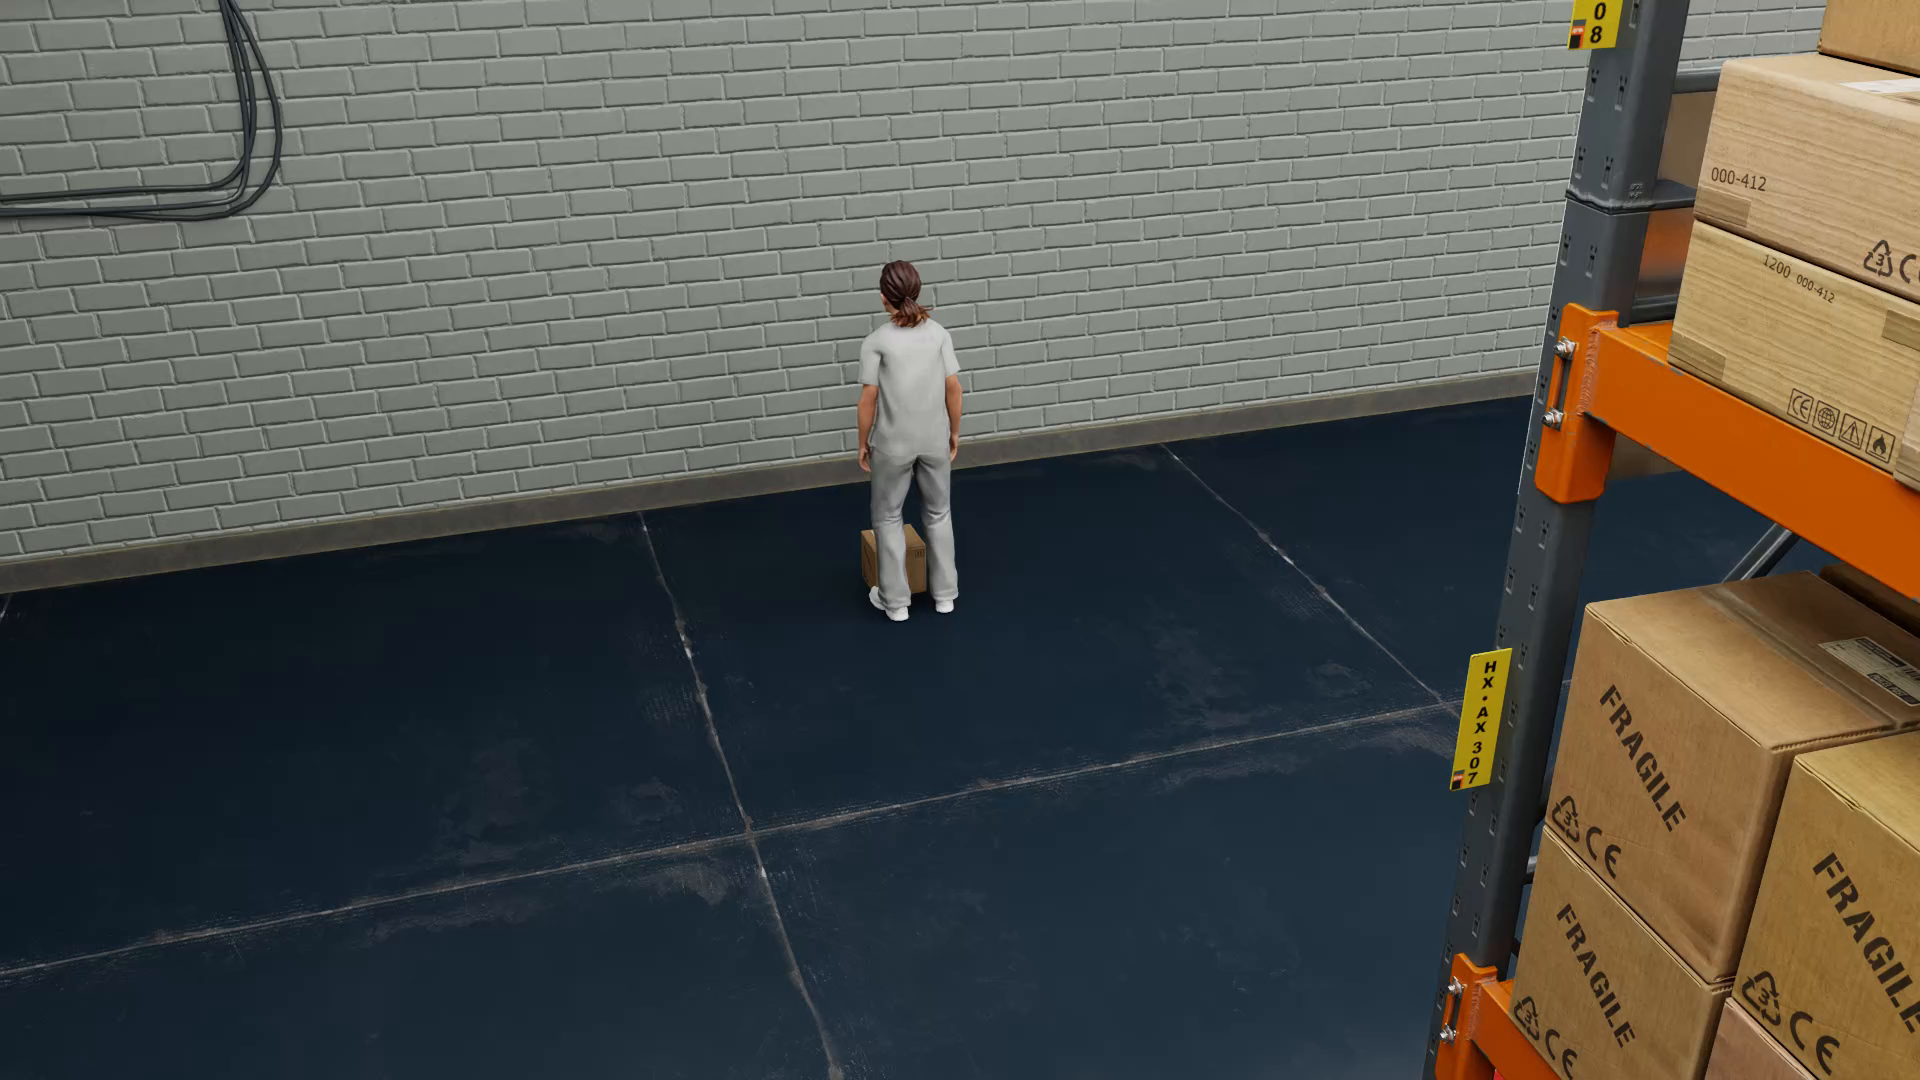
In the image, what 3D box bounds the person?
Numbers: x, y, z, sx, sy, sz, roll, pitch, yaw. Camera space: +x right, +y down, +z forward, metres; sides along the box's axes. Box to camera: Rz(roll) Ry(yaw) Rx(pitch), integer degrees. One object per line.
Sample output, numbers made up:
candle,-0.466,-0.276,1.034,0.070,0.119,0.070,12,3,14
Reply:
person,-0.230,-0.431,7.483,0.484,1.672,0.360,-8,28,-16
